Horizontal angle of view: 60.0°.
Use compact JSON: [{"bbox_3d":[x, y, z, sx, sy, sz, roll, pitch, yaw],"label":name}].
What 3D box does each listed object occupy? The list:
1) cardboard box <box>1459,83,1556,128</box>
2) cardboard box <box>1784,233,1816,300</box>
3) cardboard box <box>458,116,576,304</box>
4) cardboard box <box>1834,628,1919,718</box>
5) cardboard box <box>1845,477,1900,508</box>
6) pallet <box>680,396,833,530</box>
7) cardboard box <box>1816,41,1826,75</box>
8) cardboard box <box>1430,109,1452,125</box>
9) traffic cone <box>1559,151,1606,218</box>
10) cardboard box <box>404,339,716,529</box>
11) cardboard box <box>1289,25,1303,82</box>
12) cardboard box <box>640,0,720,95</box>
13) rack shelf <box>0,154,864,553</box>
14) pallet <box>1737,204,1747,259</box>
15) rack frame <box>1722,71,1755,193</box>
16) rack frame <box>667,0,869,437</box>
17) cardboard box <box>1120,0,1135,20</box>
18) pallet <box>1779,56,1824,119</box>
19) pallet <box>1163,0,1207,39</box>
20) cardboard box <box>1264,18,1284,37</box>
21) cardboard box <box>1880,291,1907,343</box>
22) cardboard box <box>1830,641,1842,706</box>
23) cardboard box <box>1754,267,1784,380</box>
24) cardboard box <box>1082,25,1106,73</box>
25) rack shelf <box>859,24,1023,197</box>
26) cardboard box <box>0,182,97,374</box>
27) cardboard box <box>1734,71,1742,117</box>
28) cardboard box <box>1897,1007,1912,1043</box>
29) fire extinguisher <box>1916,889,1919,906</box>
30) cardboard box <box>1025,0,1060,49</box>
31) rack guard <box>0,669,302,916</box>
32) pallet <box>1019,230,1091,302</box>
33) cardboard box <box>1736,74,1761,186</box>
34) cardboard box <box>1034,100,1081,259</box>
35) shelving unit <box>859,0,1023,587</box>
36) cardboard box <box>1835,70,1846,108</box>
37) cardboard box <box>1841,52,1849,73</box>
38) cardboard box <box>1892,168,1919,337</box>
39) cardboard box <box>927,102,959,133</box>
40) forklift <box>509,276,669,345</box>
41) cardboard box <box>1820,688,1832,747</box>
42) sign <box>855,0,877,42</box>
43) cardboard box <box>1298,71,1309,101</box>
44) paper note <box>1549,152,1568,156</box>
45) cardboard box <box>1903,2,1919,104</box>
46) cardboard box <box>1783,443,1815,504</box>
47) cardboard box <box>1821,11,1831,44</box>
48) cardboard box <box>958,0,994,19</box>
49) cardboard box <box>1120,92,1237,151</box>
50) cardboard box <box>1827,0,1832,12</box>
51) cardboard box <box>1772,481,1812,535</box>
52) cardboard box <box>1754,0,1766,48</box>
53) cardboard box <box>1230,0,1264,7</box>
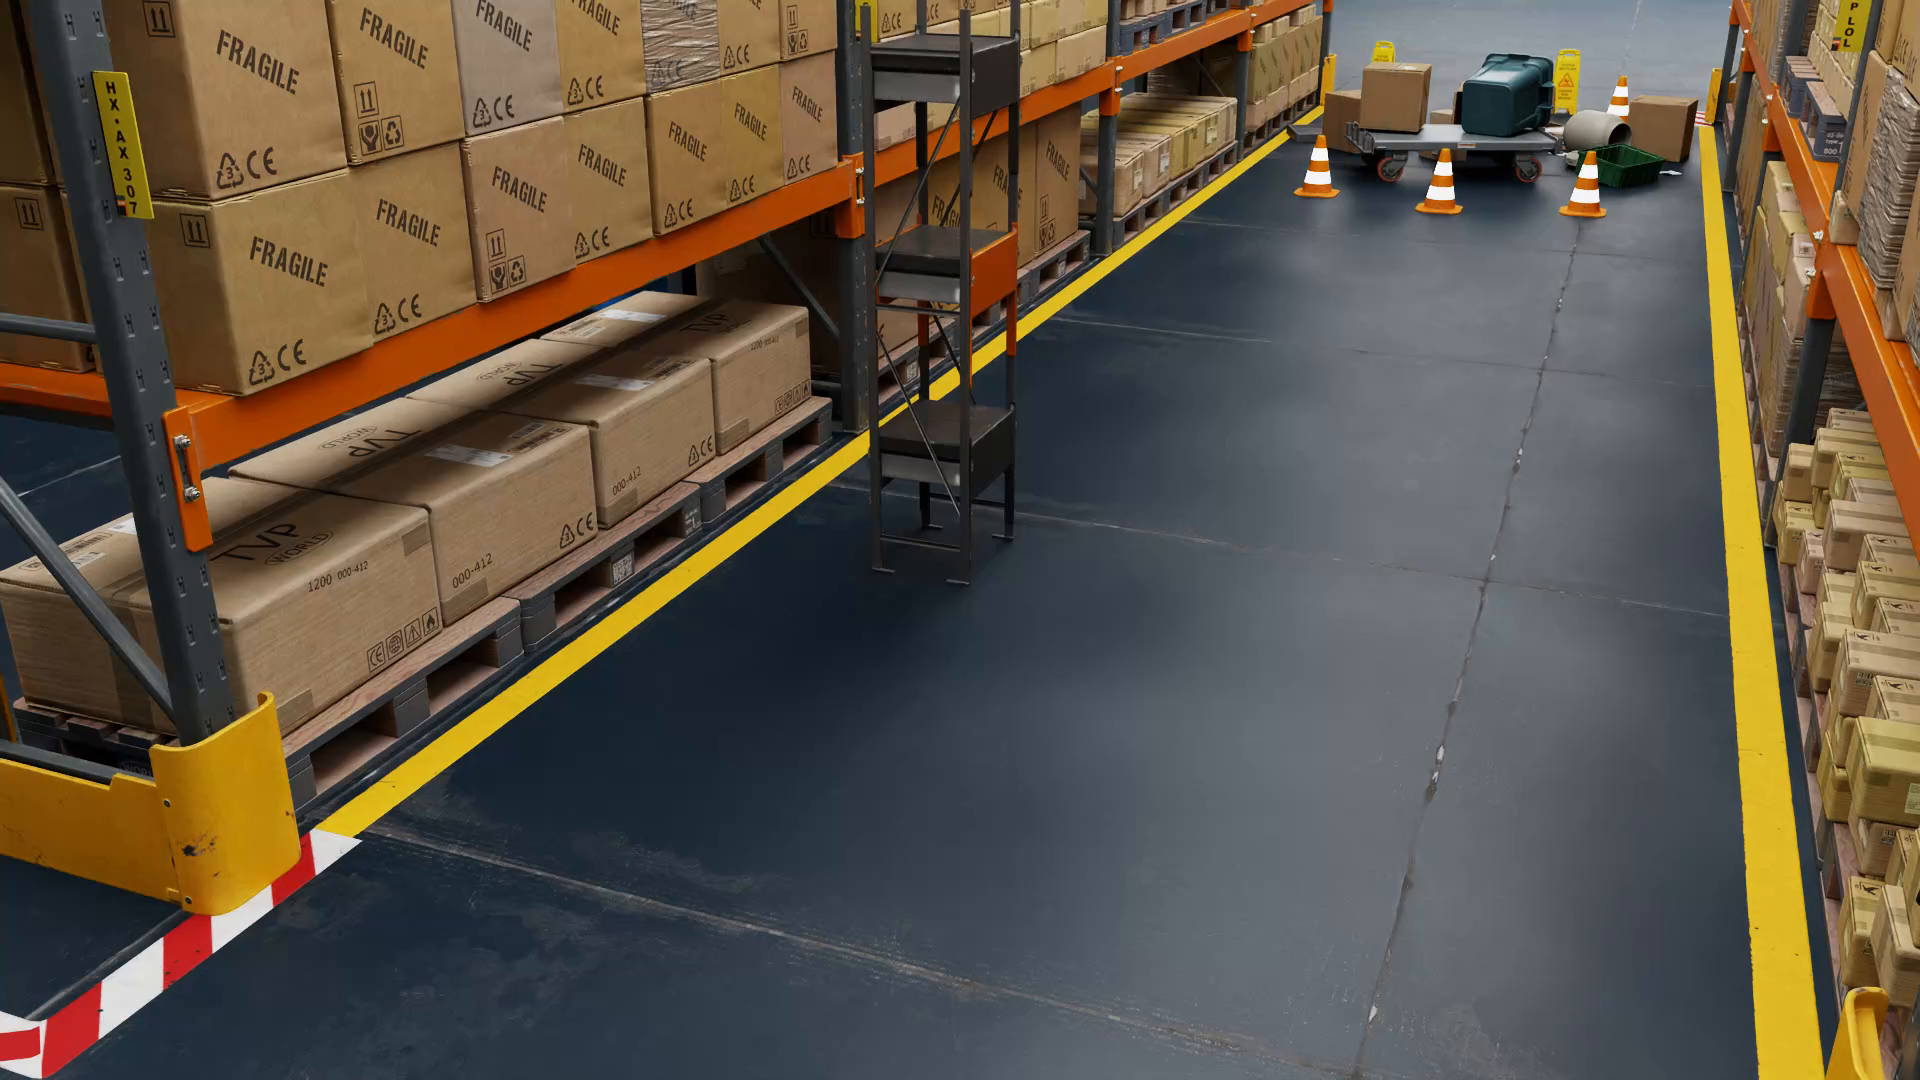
[{"bbox_3d":[5.231,-4.122,15.965,0.797,0.503,0.637,-7,24,-17],"label":"cardboard box"},{"bbox_3d":[3.954,-1.169,7.382,0.500,0.250,0.500,10,25,23],"label":"cardboard box"},{"bbox_3d":[-1.598,-1.080,5.315,0.500,0.500,0.500,9,24,20],"label":"cardboard box"},{"bbox_3d":[2.513,0.375,4.343,0.380,0.149,0.250,10,25,22],"label":"cardboard box"},{"bbox_3d":[3.108,-0.073,5.415,0.380,0.149,0.250,8,24,19],"label":"cardboard box"},{"bbox_3d":[-1.279,-0.423,7.488,1.003,0.211,1.213,9,24,20],"label":"pallet"},{"bbox_3d":[4.642,-2.483,8.585,0.380,0.149,0.250,10,25,23],"label":"cardboard box"},{"bbox_3d":[4.922,-4.191,16.591,0.250,0.149,0.380,-17,28,-35],"label":"cardboard box"},{"bbox_3d":[4.781,-2.726,12.677,0.336,0.463,0.334,9,24,20],"label":"traffic cone"},{"bbox_3d":[-1.589,-0.452,6.720,0.875,0.438,0.875,8,24,18],"label":"cardboard box"},{"bbox_3d":[3.093,-4.845,16.507,0.500,0.500,0.500,8,24,19],"label":"cardboard box"},{"bbox_3d":[-1.220,-1.906,5.993,0.500,0.500,0.500,9,24,21],"label":"cardboard box"},{"bbox_3d":[-1.667,-0.923,6.001,1.077,0.370,4.000,9,24,20],"label":"rack shelf"},{"bbox_3d":[6.012,-2.149,11.621,1.003,0.211,1.213,9,24,20],"label":"pallet"},{"bbox_3d":[6.681,-4.161,12.819,1.000,3.000,0.127,9,24,20],"label":"rack frame"},{"bbox_3d":[-0.924,-1.970,7.576,1.000,3.000,0.127,9,24,20],"label":"rack frame"},{"bbox_3d":[0.991,-3.666,11.415,0.380,0.149,0.250,7,24,17],"label":"cardboard box"},{"bbox_3d":[5.029,-2.371,8.782,1.213,0.211,1.003,9,24,20],"label":"pallet"},{"bbox_3d":[1.259,-4.028,12.749,1.003,0.211,1.213,9,24,20],"label":"pallet"},{"bbox_3d":[2.809,-4.796,15.549,0.380,0.149,0.250,10,25,22],"label":"cardboard box"},{"bbox_3d":[2.856,-0.649,4.739,0.380,0.149,0.250,10,25,22],"label":"cardboard box"},{"bbox_3d":[2.639,0.426,4.607,0.380,0.149,0.250,10,25,23],"label":"cardboard box"},{"bbox_3d":[4.136,-1.006,7.964,0.500,0.500,0.500,8,24,19],"label":"cardboard box"},{"bbox_3d":[0.615,-3.115,10.509,0.500,0.250,0.500,8,24,18],"label":"cardboard box"},{"bbox_3d":[-0.062,-1.543,5.939,0.431,0.518,0.480,9,24,20],"label":"rack shelf"},{"bbox_3d":[-2.477,-0.796,4.633,0.500,0.500,0.500,9,24,20],"label":"cardboard box"},{"bbox_3d":[7.651,-4.238,15.217,0.875,0.875,0.875,8,24,19],"label":"cardboard box"},{"bbox_3d":[2.225,1.037,3.530,0.380,0.149,0.250,9,24,21],"label":"cardboard box"},{"bbox_3d":[1.701,0.365,2.568,0.296,0.674,0.183,9,24,20],"label":"fire extinguisher"},{"bbox_3d":[0.259,-2.984,9.547,0.500,0.250,0.500,8,24,19],"label":"cardboard box"},{"bbox_3d":[-2.419,0.623,4.610,1.175,0.500,0.348,9,24,20],"label":"rack guard"},{"bbox_3d":[0.199,-1.844,10.890,1.003,0.211,1.213,9,24,20],"label":"pallet"},{"bbox_3d":[6.534,-3.081,12.609,1.050,0.750,0.750,9,24,20],"label":"cardboard box"},{"bbox_3d":[0.228,-2.380,10.768,0.875,0.875,0.875,9,24,20],"label":"cardboard box"},{"bbox_3d":[-0.061,-0.910,6.203,0.431,2.100,0.503,9,24,20],"label":"shelving unit"},{"bbox_3d":[4.154,-2.013,7.458,0.380,0.149,0.250,10,25,22],"label":"cardboard box"},{"bbox_3d":[4.160,-2.156,7.415,0.380,0.149,0.250,9,24,20],"label":"cardboard box"},{"bbox_3d":[2.722,-0.791,4.236,0.500,0.500,0.500,10,25,23],"label":"cardboard box"},{"bbox_3d":[-0.325,-2.206,8.335,0.500,0.250,0.500,8,24,19],"label":"cardboard box"},{"bbox_3d":[-1.649,-2.864,9.805,1.130,2.935,3.031,9,24,21],"label":"forklift"},{"bbox_3d":[2.641,0.563,4.665,0.380,0.149,0.250,9,24,21],"label":"cardboard box"},{"bbox_3d":[-0.408,-2.328,7.205,0.100,0.325,0.005,9,24,20],"label":"sign"},{"bbox_3d":[3.283,-4.678,17.079,0.500,0.250,0.500,9,24,20],"label":"cardboard box"},{"bbox_3d":[5.486,-3.535,15.184,0.172,0.023,0.155,19,29,38],"label":"paper note"},{"bbox_3d":[2.921,-1.453,4.523,0.500,0.500,0.500,9,24,21],"label":"cardboard box"},{"bbox_3d":[3.277,-0.230,6.176,0.380,0.149,0.250,10,25,22],"label":"cardboard box"},{"bbox_3d":[4.634,-2.607,8.494,0.380,0.149,0.250,8,24,18],"label":"cardboard box"},{"bbox_3d":[-0.142,-2.959,8.516,0.500,0.500,0.500,8,24,19],"label":"cardboard box"},{"bbox_3d":[1.855,-3.626,14.405,0.950,0.372,0.625,9,24,21],"label":"cardboard box"},{"bbox_3d":[4.651,-2.760,8.476,0.380,0.149,0.250,9,24,20],"label":"cardboard box"},{"bbox_3d":[3.276,-0.092,6.232,0.380,0.149,0.250,8,24,18],"label":"cardboard box"},{"bbox_3d":[5.861,-3.698,11.581,0.500,0.500,0.500,9,24,20],"label":"cardboard box"},{"bbox_3d":[2.462,-4.784,14.638,0.380,0.149,0.250,9,24,20],"label":"cardboard box"}]
